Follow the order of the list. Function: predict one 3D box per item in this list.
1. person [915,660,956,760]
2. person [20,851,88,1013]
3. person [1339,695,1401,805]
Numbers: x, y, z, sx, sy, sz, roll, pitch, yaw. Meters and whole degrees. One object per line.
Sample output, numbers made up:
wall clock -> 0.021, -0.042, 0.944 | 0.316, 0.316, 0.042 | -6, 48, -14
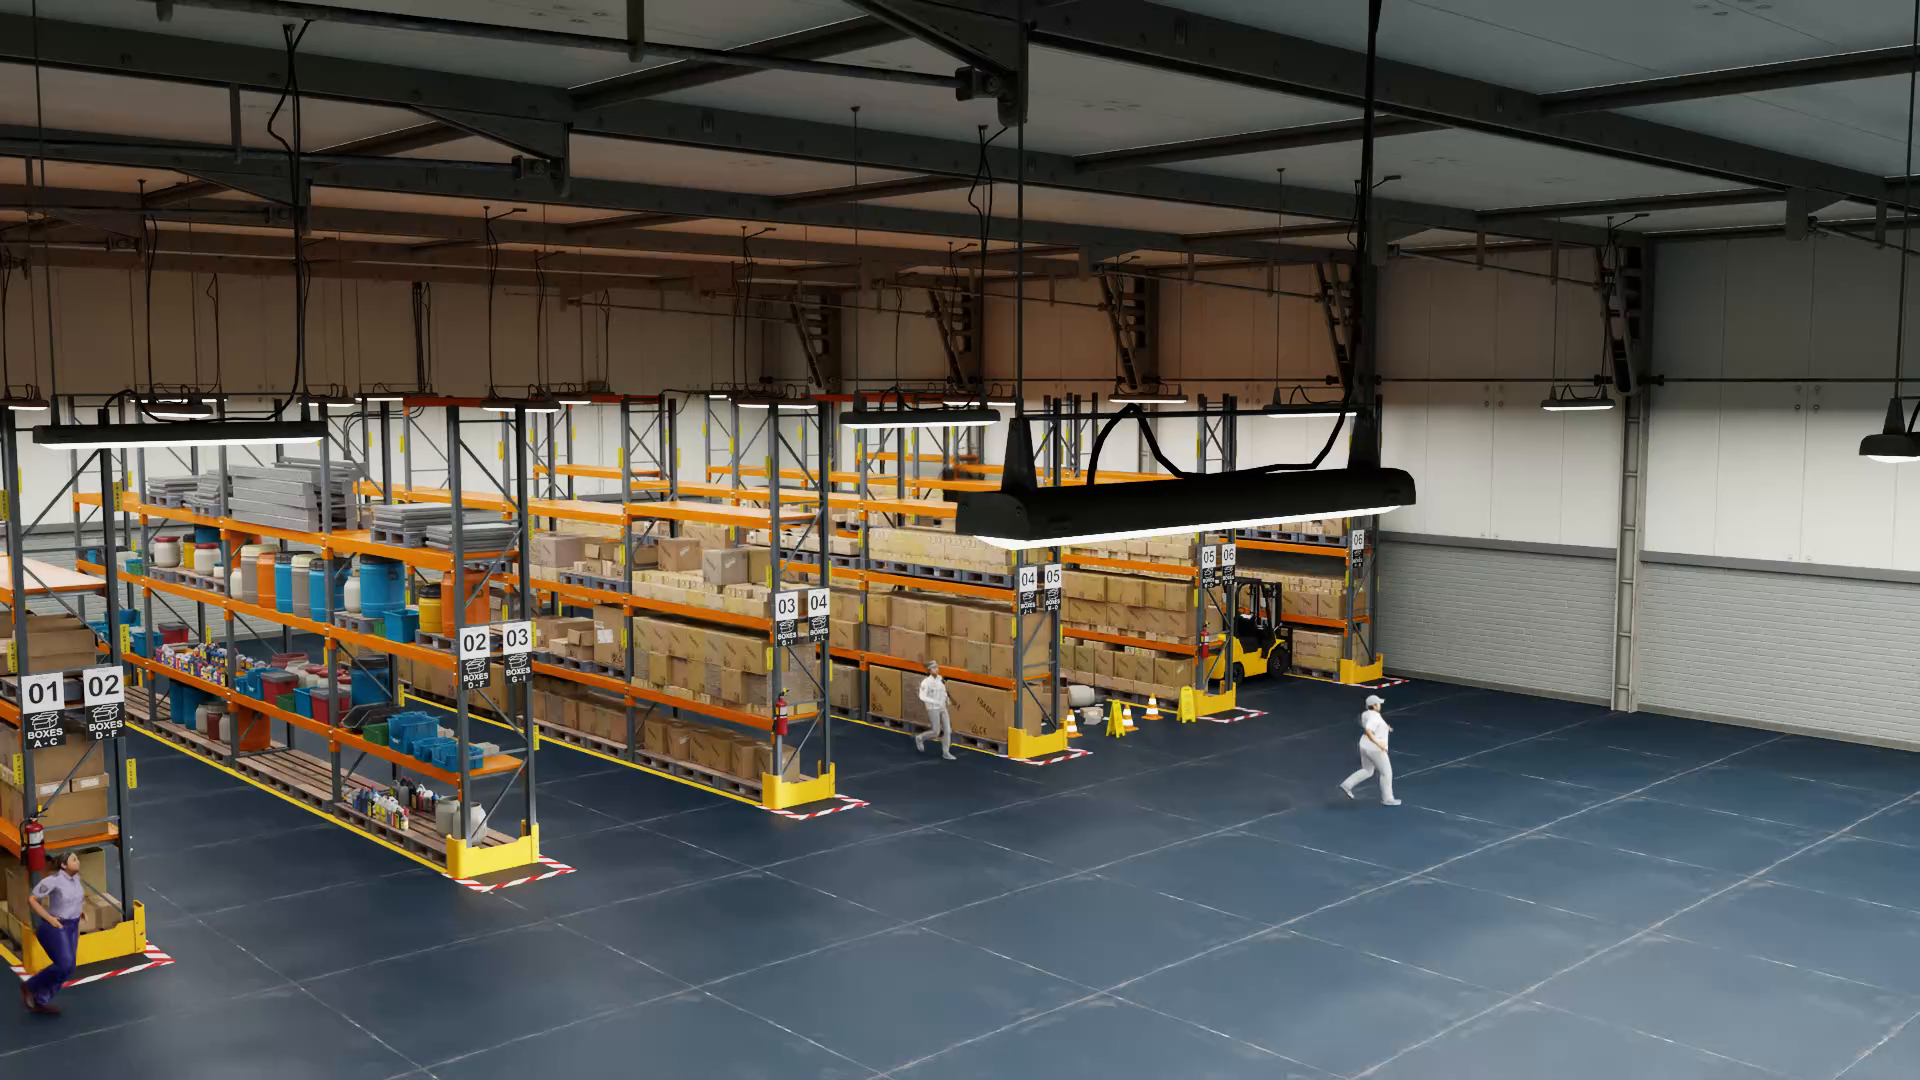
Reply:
person -> -0.349, 2.824, 27.824 | 0.630, 1.644, 0.809 | -5, 8, -43
person -> -9.091, 3.934, 16.778 | 0.543, 1.563, 0.685 | 0, 6, 4
person -> 6.116, 3.115, 24.665 | 0.918, 1.643, 0.615 | -1, 6, -9
